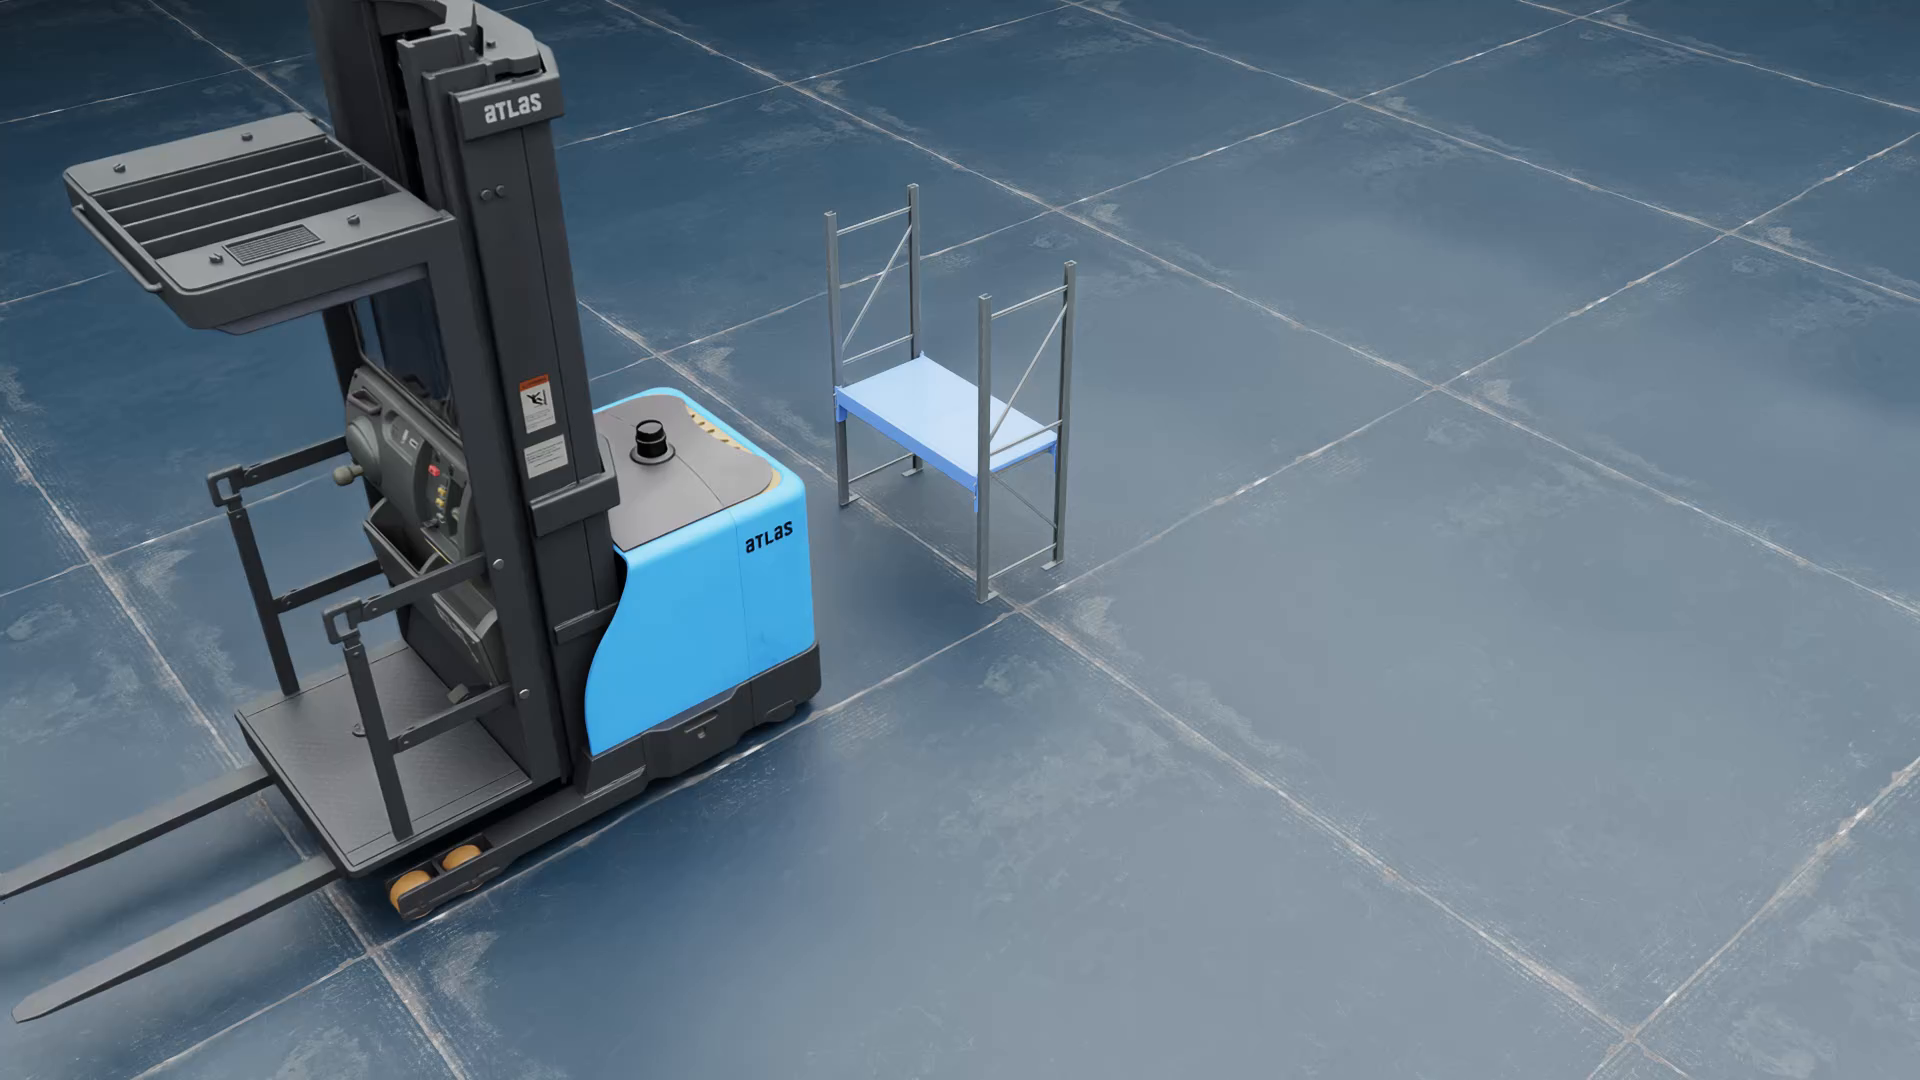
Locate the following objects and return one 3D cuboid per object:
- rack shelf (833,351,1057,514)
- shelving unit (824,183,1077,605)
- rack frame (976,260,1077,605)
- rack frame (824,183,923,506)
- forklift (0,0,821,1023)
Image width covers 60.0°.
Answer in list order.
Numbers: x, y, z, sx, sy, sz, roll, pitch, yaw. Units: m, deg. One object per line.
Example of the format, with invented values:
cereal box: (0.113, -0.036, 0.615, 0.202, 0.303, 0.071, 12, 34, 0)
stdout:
rack shelf: (-0.055, -0.503, 7.474, 0.538, 0.185, 1.000, -26, 43, -32)
shelving unit: (-0.055, -0.650, 7.370, 0.538, 1.500, 1.048, -26, 43, -32)
rack frame: (0.273, -0.425, 7.053, 0.500, 1.500, 0.032, -26, 43, -32)
rack frame: (-0.383, -0.874, 7.687, 0.500, 1.500, 0.032, -26, 43, -32)
forklift: (-2.020, -0.207, 5.507, 3.031, 2.935, 1.130, -26, 43, -32)
